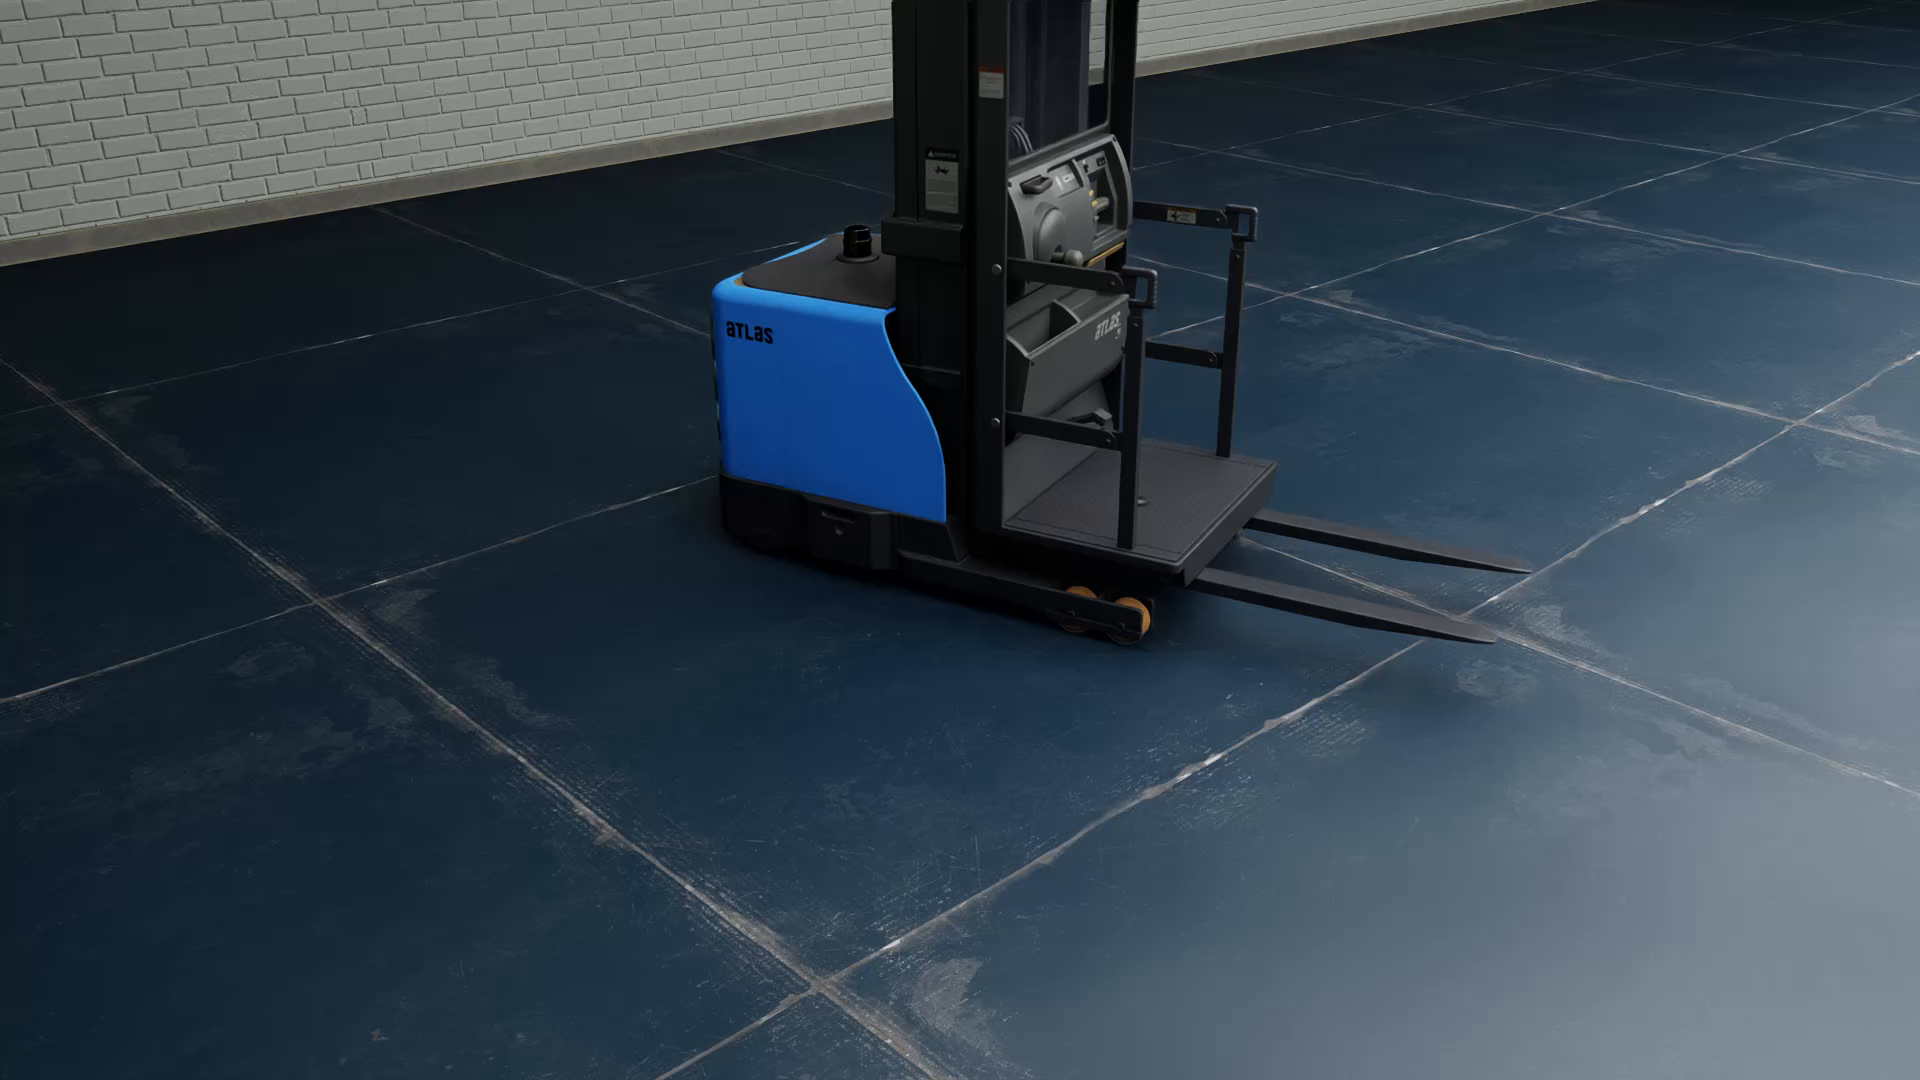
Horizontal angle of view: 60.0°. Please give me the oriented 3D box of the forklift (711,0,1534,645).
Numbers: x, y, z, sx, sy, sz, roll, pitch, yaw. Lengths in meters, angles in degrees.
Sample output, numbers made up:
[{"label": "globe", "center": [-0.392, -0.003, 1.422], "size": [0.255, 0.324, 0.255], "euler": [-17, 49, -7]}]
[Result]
[{"label": "forklift", "center": [0.583, -1.212, 5.875], "size": [3.031, 2.935, 1.130], "euler": [13, 27, 26]}]

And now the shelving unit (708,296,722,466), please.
[{"label": "shelving unit", "center": [-0.868, -0.596, 6.970], "size": [0.210, 0.900, 0.258], "euler": [12, 27, 26]}]

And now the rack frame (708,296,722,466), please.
[{"label": "rack frame", "center": [-0.958, -0.615, 7.015], "size": [0.006, 0.900, 0.240], "euler": [12, 27, 26]}]

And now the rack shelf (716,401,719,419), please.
[{"label": "rack shelf", "center": [-0.868, -0.566, 6.984], "size": [0.200, 0.077, 0.258], "euler": [12, 27, 26]}]

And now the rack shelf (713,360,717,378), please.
[{"label": "rack shelf", "center": [-0.869, -0.730, 6.910], "size": [0.200, 0.077, 0.258], "euler": [12, 27, 26]}]

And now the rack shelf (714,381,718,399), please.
[{"label": "rack shelf", "center": [-0.869, -0.648, 6.947], "size": [0.200, 0.077, 0.258], "euler": [12, 27, 26]}]

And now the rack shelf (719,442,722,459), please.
[{"label": "rack shelf", "center": [-0.867, -0.402, 7.058], "size": [0.200, 0.077, 0.258], "euler": [12, 27, 26]}]

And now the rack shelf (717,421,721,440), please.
[{"label": "rack shelf", "center": [-0.867, -0.484, 7.021], "size": [0.200, 0.077, 0.258], "euler": [12, 27, 26]}]

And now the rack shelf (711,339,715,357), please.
[{"label": "rack shelf", "center": [-0.870, -0.812, 6.873], "size": [0.200, 0.077, 0.258], "euler": [12, 27, 26]}]
